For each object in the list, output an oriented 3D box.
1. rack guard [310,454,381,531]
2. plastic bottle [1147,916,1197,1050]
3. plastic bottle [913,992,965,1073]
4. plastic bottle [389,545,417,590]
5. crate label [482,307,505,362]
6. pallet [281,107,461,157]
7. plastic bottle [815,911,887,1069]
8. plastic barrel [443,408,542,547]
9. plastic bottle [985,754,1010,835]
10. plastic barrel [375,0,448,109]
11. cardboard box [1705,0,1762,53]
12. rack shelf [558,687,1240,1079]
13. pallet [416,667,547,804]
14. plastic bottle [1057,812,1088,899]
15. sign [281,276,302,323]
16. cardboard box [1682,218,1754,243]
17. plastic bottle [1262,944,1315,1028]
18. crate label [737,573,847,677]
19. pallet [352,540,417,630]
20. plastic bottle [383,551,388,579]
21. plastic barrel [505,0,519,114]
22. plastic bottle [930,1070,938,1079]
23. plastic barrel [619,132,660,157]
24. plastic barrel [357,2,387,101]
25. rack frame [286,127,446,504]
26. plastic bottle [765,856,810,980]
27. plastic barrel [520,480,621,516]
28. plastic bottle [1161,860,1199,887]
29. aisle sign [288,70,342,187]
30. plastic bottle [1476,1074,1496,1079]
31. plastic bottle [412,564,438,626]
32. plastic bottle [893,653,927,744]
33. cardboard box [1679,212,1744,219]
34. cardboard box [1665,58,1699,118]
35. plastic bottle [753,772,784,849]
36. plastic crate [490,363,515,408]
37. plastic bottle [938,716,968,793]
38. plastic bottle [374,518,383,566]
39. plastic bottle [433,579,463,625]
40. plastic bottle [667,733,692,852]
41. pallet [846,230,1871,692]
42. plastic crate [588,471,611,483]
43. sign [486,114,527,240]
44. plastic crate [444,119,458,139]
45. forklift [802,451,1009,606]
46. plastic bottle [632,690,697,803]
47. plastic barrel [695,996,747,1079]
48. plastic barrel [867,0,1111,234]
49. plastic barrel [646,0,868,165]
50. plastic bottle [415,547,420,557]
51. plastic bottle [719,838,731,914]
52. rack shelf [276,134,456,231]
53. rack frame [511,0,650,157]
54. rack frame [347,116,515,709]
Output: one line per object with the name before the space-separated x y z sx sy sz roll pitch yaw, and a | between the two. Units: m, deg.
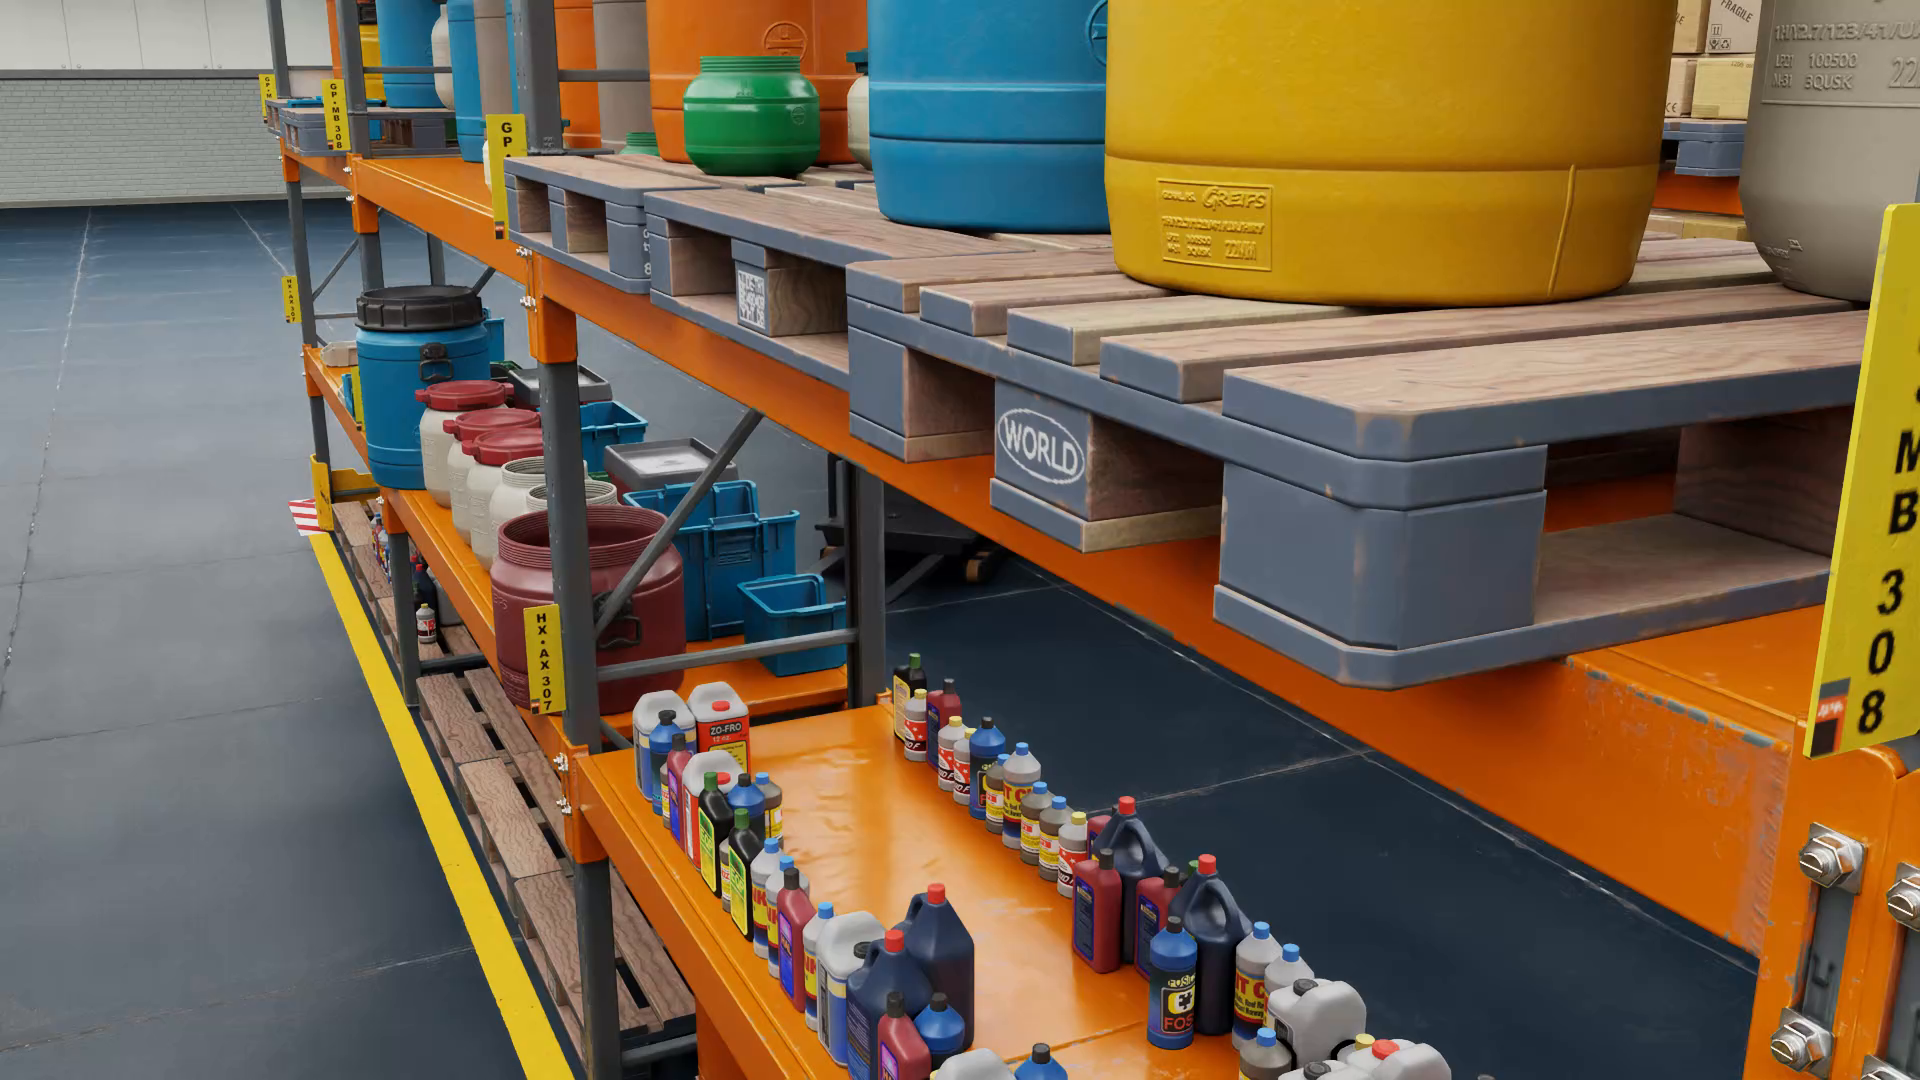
rack guard | -4.137 -0.412 12.280 1.175 0.500 0.348 -8 18 -25
plastic bottle | 0.435 0.900 3.410 0.097 0.271 0.097 0 16 0
plastic bottle | -0.040 0.980 3.132 0.097 0.271 0.097 0 16 0
plastic bottle | -3.295 0.170 9.862 0.152 0.276 0.135 -7 18 -24
crate label | -3.164 -1.220 10.499 0.502 0.435 0.616 -8 18 -25
pallet | -2.865 -2.153 8.719 1.213 0.211 1.003 -8 18 -25
plastic bottle | -0.202 0.907 3.377 0.152 0.276 0.135 -8 18 -25
plastic barrel | -1.917 -0.254 6.953 0.433 0.535 0.433 0 16 0
plastic bottle | 0.116 0.662 4.367 0.097 0.201 0.097 0 16 0
plastic barrel | -2.801 -2.779 8.889 0.600 0.901 0.708 -8 18 -25
cardboard box | 5.982 -3.903 12.447 0.500 0.500 0.500 -9 18 -30
rack shelf | 0.168 1.199 3.439 1.077 0.370 4.000 -8 18 -25
pallet | -2.082 0.896 8.247 1.003 0.211 1.213 -8 18 -25
plastic bottle | 0.286 0.758 4.030 0.097 0.201 0.097 0 16 0
sign | -4.709 -1.694 11.715 0.100 0.325 0.005 -8 18 -25
cardboard box | 5.960 -2.210 12.889 0.500 0.500 0.500 -8 18 -25
plastic bottle | 0.650 0.931 3.302 0.097 0.271 0.097 0 16 0
crate label | -0.556 0.288 5.613 0.303 0.233 0.416 -8 18 -25
pallet | -3.256 0.231 10.563 1.003 0.211 1.213 -8 18 -25
plastic bottle | -3.462 0.129 10.140 0.097 0.201 0.097 0 16 0
plastic barrel | -1.470 -1.893 6.563 0.600 0.901 0.708 -8 18 -25
plastic bottle | -0.036 1.054 3.001 0.097 0.201 0.097 0 16 0
plastic barrel | -0.862 -1.065 4.868 0.294 0.245 0.294 0 16 0
plastic barrel | -3.599 -3.093 10.552 0.600 0.588 0.600 0 16 0
rack frame | -4.213 -1.627 11.981 1.000 3.000 0.127 -8 18 -25
plastic bottle | -0.378 0.827 3.666 0.097 0.271 0.097 0 16 0
plastic barrel | -1.351 0.074 5.852 0.421 0.512 0.421 0 16 0
plastic bottle | 0.493 0.824 3.652 0.061 0.283 0.133 -8 18 -25
aisle sign | -4.508 -2.859 11.561 0.394 0.787 0.004 -8 18 -25
plastic bottle | 0.878 1.042 2.892 0.061 0.283 0.133 -8 18 -25
plastic bottle | -3.002 0.302 9.264 0.144 0.351 0.185 -8 18 -26
plastic bottle | -0.148 0.462 4.915 0.061 0.283 0.133 -8 18 -25
cardboard box | 6.204 -2.400 13.553 0.500 0.500 0.500 -8 18 -25
cardboard box | 3.251 -2.046 7.514 0.500 0.250 0.500 -7 17 -23
plastic bottle | -0.503 0.694 4.255 0.097 0.201 0.097 0 16 0
plastic crate | -2.576 -0.750 9.039 0.767 0.338 0.504 -8 18 -25
plastic bottle | -0.012 0.589 4.619 0.097 0.201 0.097 0 16 0
plastic bottle | -3.616 0.013 10.394 0.061 0.283 0.133 -7 18 -24
plastic bottle | -2.872 0.285 9.325 0.144 0.351 0.185 -8 18 -25
plastic bottle | -0.706 0.647 4.271 0.061 0.283 0.133 -8 18 -25
pallet | 0.613 -0.185 1.861 1.213 0.211 1.003 -8 18 -25
plastic crate | -1.444 -0.135 7.168 0.450 0.188 0.662 -8 18 -25
sign | -1.200 -0.966 4.431 0.100 0.325 0.005 -8 18 -25
plastic crate | -2.907 -2.399 9.618 0.336 0.188 0.450 -8 18 -25
forklift | -0.288 -1.244 10.771 1.130 2.935 3.031 5 17 17
plastic bottle | -0.809 0.563 4.575 0.152 0.276 0.135 -8 18 -25
plastic barrel | -0.479 1.318 4.894 0.600 0.830 0.708 -8 18 -25
plastic barrel | 0.159 -0.940 2.482 0.600 0.901 0.708 -8 18 -25
plastic barrel | -0.462 -1.352 4.046 0.600 0.830 0.708 -8 18 -25
plastic bottle | -3.200 0.153 9.906 0.061 0.283 0.133 -8 18 -25
plastic bottle | -0.522 0.779 3.959 0.097 0.201 0.097 0 16 0
rack shelf | -3.337 -2.227 9.938 1.077 0.370 4.000 -8 18 -25
rack frame | -0.708 -2.527 4.241 1.000 3.000 0.127 -8 18 -25
rack frame | -2.461 -0.635 8.525 1.000 3.000 0.127 -8 18 -25
